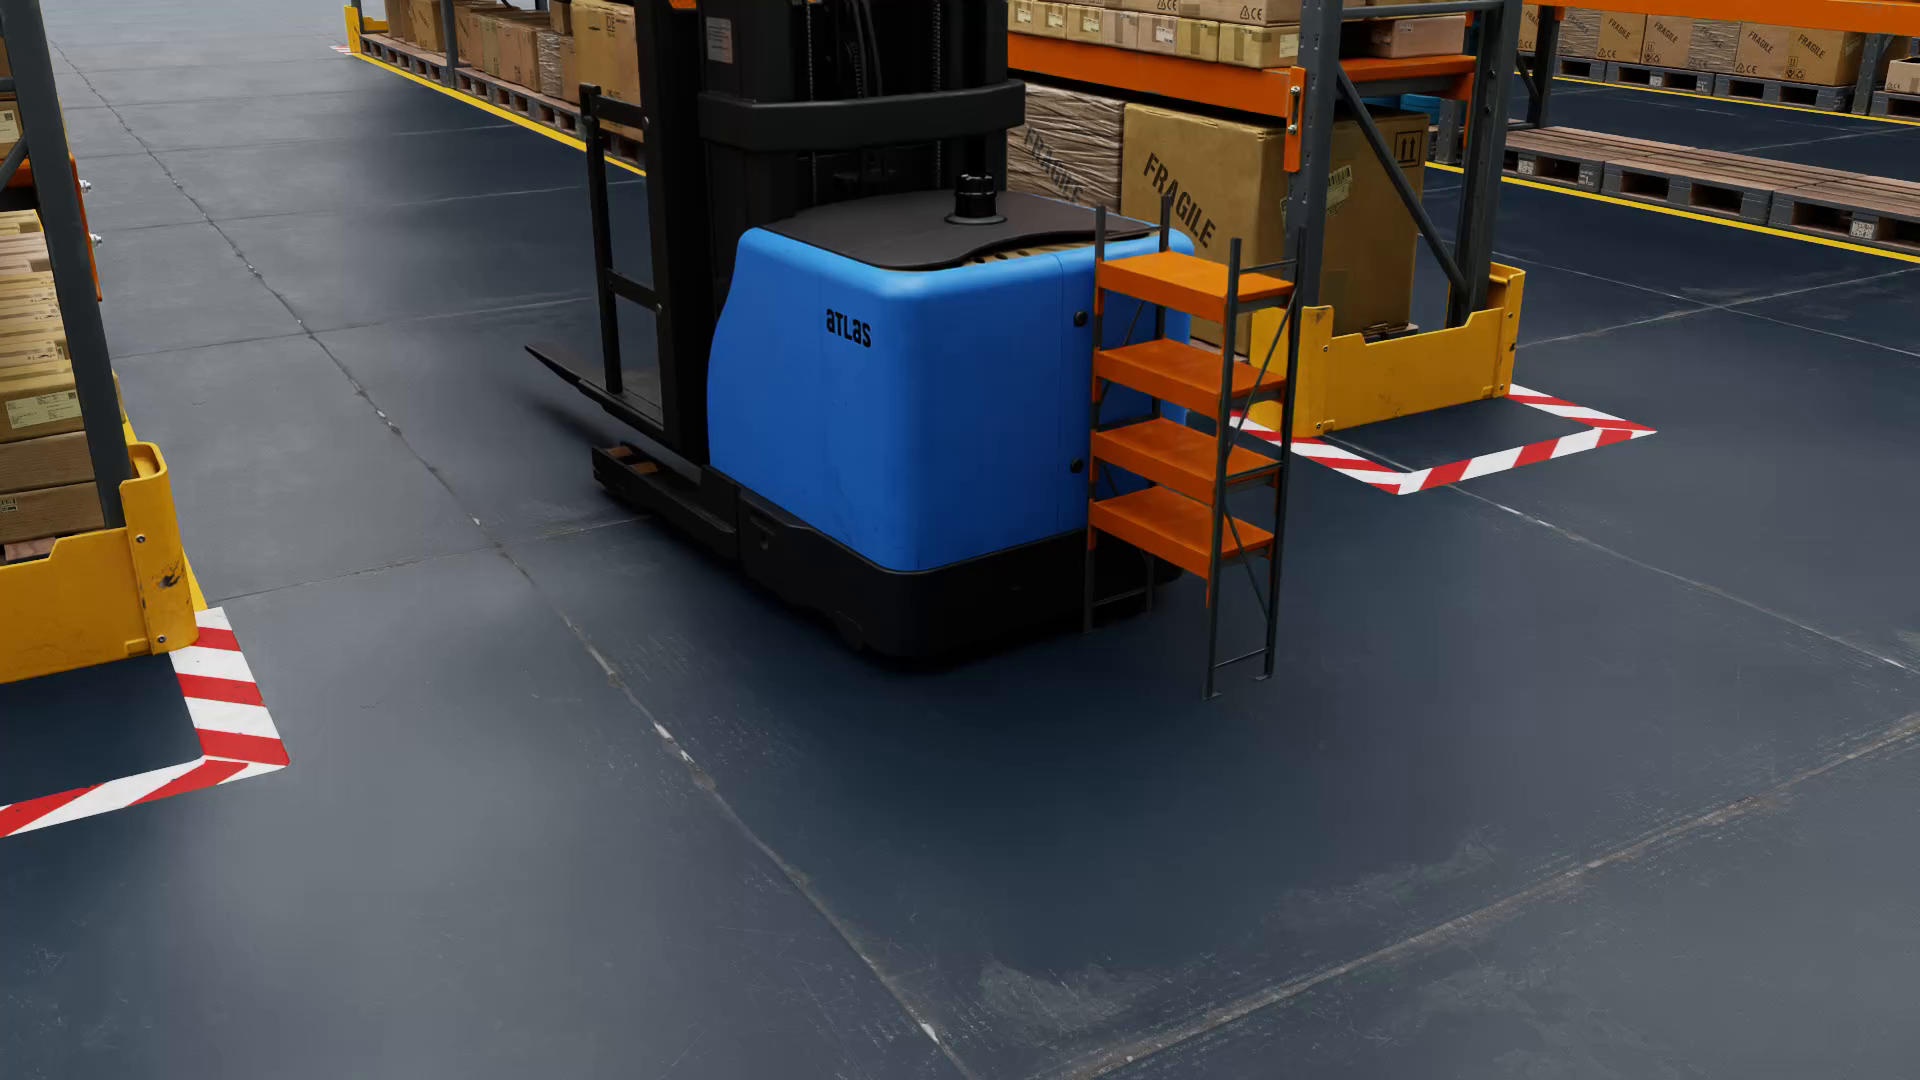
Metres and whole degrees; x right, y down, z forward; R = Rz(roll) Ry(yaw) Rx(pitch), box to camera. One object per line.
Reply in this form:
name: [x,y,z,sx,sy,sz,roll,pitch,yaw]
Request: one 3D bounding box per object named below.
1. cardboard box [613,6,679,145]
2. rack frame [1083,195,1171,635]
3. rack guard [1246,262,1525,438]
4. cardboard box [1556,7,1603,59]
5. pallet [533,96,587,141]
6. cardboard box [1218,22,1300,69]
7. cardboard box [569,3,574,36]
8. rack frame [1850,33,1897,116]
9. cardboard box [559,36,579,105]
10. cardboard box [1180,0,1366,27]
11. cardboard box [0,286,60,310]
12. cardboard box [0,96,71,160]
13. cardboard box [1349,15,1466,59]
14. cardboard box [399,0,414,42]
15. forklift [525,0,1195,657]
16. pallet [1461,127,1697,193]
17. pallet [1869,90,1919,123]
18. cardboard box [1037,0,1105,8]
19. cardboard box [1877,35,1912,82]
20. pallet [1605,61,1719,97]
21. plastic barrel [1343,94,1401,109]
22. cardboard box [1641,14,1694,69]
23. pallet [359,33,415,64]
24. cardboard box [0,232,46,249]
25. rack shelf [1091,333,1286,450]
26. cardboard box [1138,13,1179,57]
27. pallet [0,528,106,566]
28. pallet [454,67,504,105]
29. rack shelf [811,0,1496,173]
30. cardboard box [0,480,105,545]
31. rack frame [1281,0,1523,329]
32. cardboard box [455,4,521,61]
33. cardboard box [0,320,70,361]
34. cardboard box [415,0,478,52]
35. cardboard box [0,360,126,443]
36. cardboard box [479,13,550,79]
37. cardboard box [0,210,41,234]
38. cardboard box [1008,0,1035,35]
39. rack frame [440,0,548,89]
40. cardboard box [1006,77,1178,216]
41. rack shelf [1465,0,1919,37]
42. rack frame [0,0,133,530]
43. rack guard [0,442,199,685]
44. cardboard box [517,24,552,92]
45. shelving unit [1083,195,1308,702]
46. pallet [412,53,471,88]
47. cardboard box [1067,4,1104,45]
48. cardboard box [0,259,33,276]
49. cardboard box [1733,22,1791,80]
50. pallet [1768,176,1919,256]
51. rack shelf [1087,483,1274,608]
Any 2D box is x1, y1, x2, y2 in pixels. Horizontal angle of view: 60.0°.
cardboard box: [-1.635,-3.222,11.518,1.225,0.875,0.875,-13,25,-28]
rack frame: [0.447,-0.318,4.499,0.240,1.200,0.015,-15,26,-32]
rack guard: [1.680,-0.773,6.550,1.175,0.500,0.348,-13,25,-28]
cardboard box: [6.359,-5.108,16.631,0.500,0.500,0.500,-14,26,-30]
pallet: [-2.816,-3.490,13.618,1.003,0.211,1.213,-13,25,-28]
cardboard box: [1.203,-1.875,6.274,0.380,0.149,0.250,-12,25,-27]
cardboard box: [-2.786,-4.133,13.236,0.500,0.250,0.500,-11,25,-26]
rack frame: [8.143,-5.138,13.969,1.000,3.000,0.127,-13,25,-28]
cardboard box: [-2.778,-3.788,13.382,0.700,0.500,0.500,-14,26,-31]
cardboard box: [1.192,-2.113,6.331,0.500,0.250,0.500,-13,26,-29]
cardboard box: [-3.217,-0.730,5.563,0.380,0.149,0.250,-12,25,-26]
cardboard box: [-2.531,-1.069,4.292,0.380,0.149,0.250,-13,25,-29]
cardboard box: [1.771,-2.001,6.585,0.380,0.149,0.250,-12,25,-28]
cardboard box: [-5.865,-5.763,18.268,0.500,0.500,0.500,-6,23,-14]
forklift: [-0.601,-1.546,5.223,1.130,2.935,3.031,-15,26,-32]
pallet: [4.292,-2.664,11.586,1.003,0.211,1.213,-13,25,-28]
pallet: [8.493,-3.624,13.947,1.003,0.211,1.213,-13,25,-28]
cardboard box: [0.674,-2.442,7.141,0.500,0.250,0.500,-14,26,-30]
cardboard box: [8.106,-4.387,14.857,0.500,0.500,0.500,-14,26,-31]
pallet: [7.068,-4.498,16.097,1.003,0.211,1.213,-13,25,-28]
plastic barrel: [3.258,-3.818,12.949,0.600,0.901,0.708,-13,25,-28]
cardboard box: [6.882,-4.777,15.816,0.500,0.500,0.500,-14,26,-30]
pallet: [-6.081,-5.532,18.642,1.003,0.211,1.213,-13,25,-28]
cardboard box: [-3.704,-1.074,6.408,0.380,0.149,0.250,-14,26,-31]
rack shelf: [0.588,-0.387,4.256,0.258,0.148,0.480,-15,26,-32]
cardboard box: [0.941,-2.040,6.681,0.380,0.149,0.250,-13,25,-28]
pallet: [-3.071,-0.020,5.081,1.003,0.211,1.213,-13,25,-28]
pallet: [-4.063,-4.280,15.561,1.003,0.211,1.213,-13,25,-28]
rack shelf: [0.647,-2.253,7.827,1.077,0.370,4.000,-13,25,-28]
cardboard box: [-2.640,-0.123,4.858,0.380,0.149,0.250,-12,25,-27]
rack frame: [1.668,-1.939,6.099,1.000,3.000,0.127,-13,25,-28]
cardboard box: [-4.632,-4.997,16.385,0.500,0.500,0.500,-13,26,-30]
cardboard box: [-2.886,-0.574,5.180,0.380,0.149,0.250,-13,25,-28]
cardboard box: [-5.315,-5.367,17.294,0.500,0.500,0.500,-15,27,-33]
cardboard box: [-2.623,-0.402,4.756,0.380,0.149,0.250,-14,26,-31]
cardboard box: [-3.939,-4.509,15.155,0.700,0.500,0.500,-13,25,-29]
cardboard box: [-3.987,-1.243,6.823,0.380,0.149,0.250,-13,25,-29]
cardboard box: [0.423,-2.370,7.491,0.380,0.149,0.250,-12,25,-27]
rack frame: [-4.462,-5.824,15.656,1.000,3.000,0.127,-13,25,-28]
cardboard box: [0.808,-1.636,7.616,0.875,0.875,0.875,-13,25,-28]
rack shelf: [4.905,-3.206,10.171,1.077,0.370,4.000,-13,25,-28]
rack frame: [-2.647,-1.018,3.832,1.000,3.000,0.127,-13,25,-28]
rack guard: [-2.686,0.116,4.363,1.175,0.500,0.348,-13,25,-28]
cardboard box: [-3.368,-4.147,14.266,0.700,0.500,0.500,-10,24,-24]
shelving unit: [0.588,-0.242,4.314,0.258,1.200,0.503,-15,26,-32]
pallet: [-4.835,-4.742,16.699,1.003,0.211,1.213,-13,25,-28]
cardboard box: [0.680,-2.205,7.086,0.380,0.149,0.250,-13,26,-29]
cardboard box: [-3.523,-0.887,5.949,0.380,0.149,0.250,-13,25,-28]
cardboard box: [7.399,-4.450,15.012,0.500,0.500,0.500,-13,25,-28]
pallet: [5.538,-1.874,9.643,1.003,0.211,1.213,-13,25,-28]
rack shelf: [0.588,0.004,4.415,0.258,0.148,0.480,-15,26,-32]
